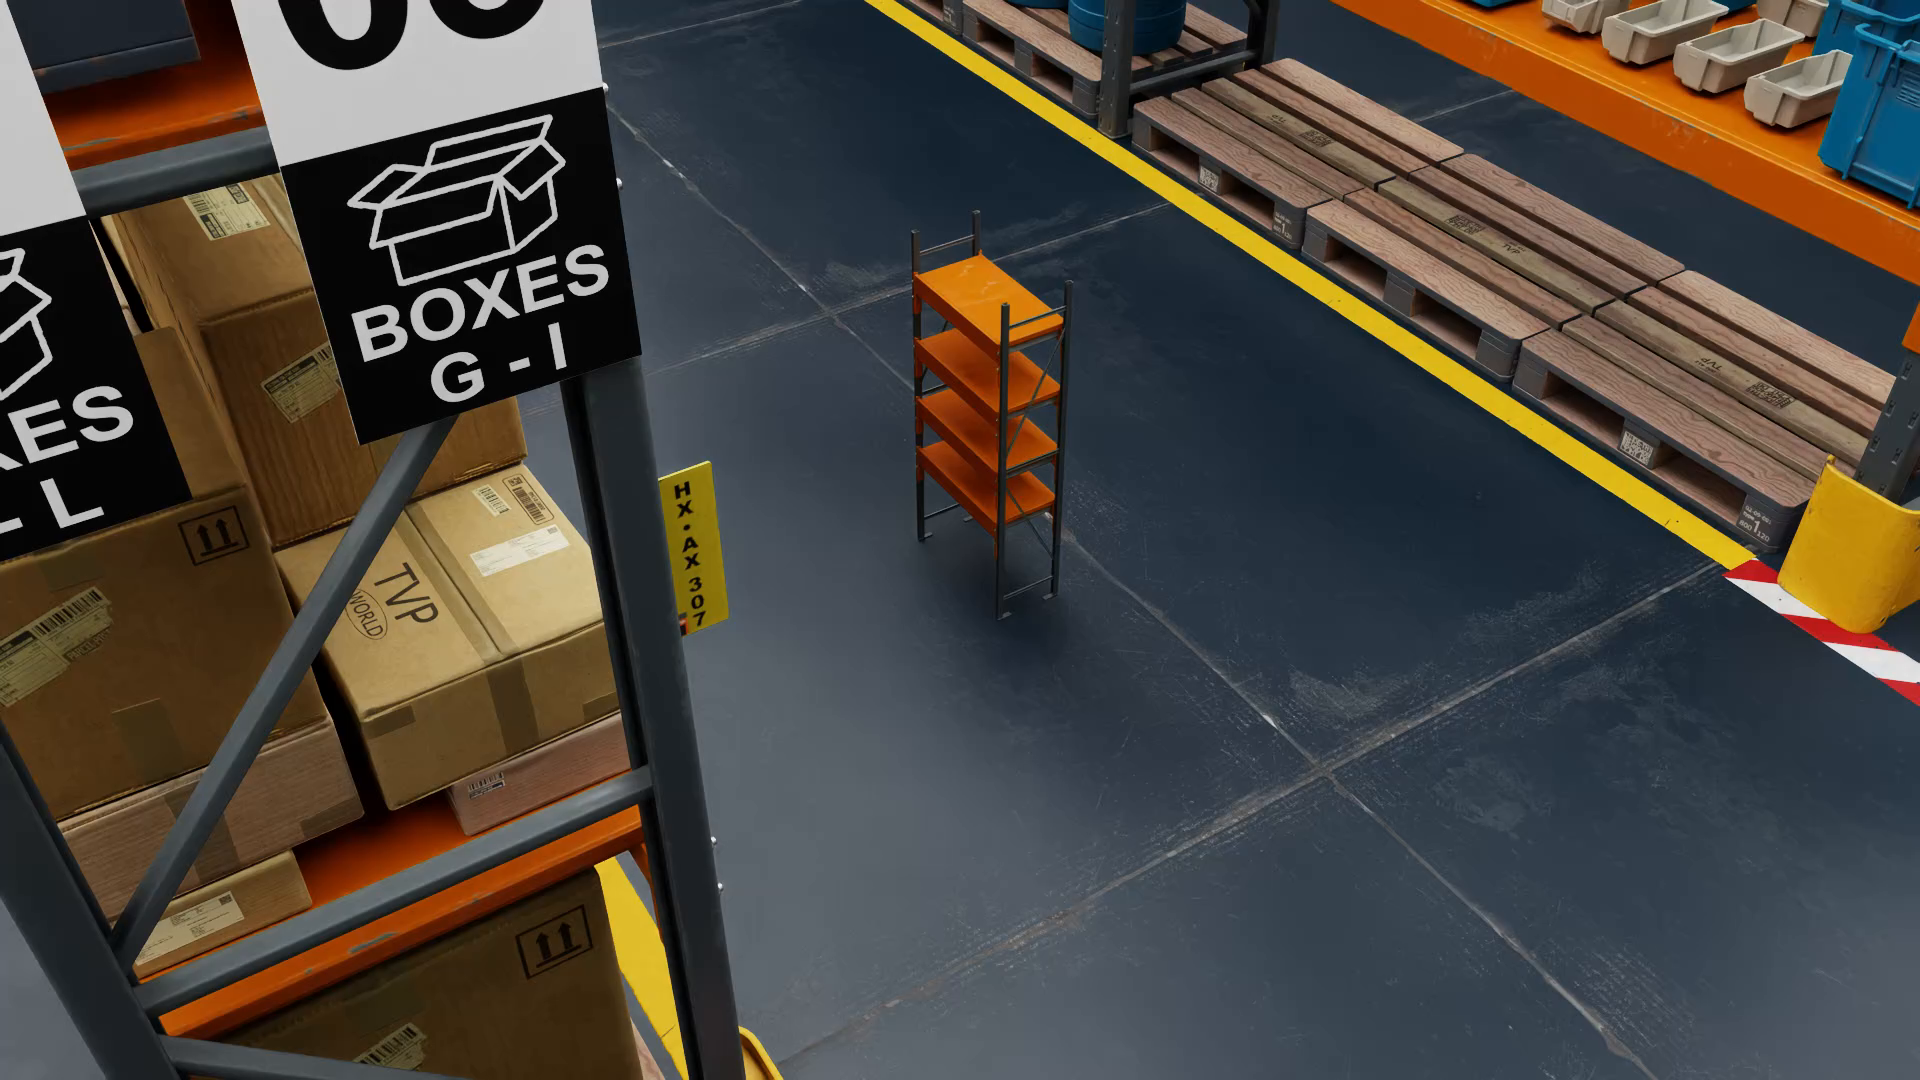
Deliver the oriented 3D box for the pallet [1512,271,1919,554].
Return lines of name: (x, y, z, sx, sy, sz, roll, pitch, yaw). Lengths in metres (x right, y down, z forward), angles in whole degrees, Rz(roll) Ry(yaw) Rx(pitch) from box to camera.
pallet: (2.867, -0.521, 6.210, 1.003, 0.211, 1.213, -22, 45, -24)

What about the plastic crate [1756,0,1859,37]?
plastic crate: (2.956, -1.870, 5.810, 0.250, 0.136, 0.298, -22, 45, -24)

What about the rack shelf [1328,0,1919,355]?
rack shelf: (2.203, -1.937, 6.293, 1.077, 0.370, 4.000, -22, 45, -24)

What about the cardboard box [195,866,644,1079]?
cardboard box: (-1.309, 0.908, 3.649, 0.875, 0.875, 0.875, -22, 45, -24)

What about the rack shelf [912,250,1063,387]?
rack shelf: (0.089, -0.673, 5.007, 0.258, 0.148, 0.480, -22, 45, -24)

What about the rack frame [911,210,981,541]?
rack frame: (-0.042, -0.503, 5.417, 0.240, 1.200, 0.015, -22, 45, -24)

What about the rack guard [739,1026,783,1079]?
rack guard: (-0.885, 1.545, 3.506, 1.175, 0.500, 0.348, -22, 45, -24)

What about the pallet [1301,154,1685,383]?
pallet: (2.216, -1.179, 7.000, 1.003, 0.211, 1.213, -22, 45, -24)

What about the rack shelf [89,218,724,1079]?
rack shelf: (-1.973, -0.232, 4.247, 1.077, 0.370, 4.000, -22, 45, -24)

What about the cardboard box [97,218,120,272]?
cardboard box: (-2.035, -0.942, 4.423, 0.500, 0.250, 0.500, -21, 44, -24)

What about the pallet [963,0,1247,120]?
pallet: (0.748, -2.652, 8.768, 1.003, 0.211, 1.213, -22, 45, -24)

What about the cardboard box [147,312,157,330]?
cardboard box: (-1.481, -0.388, 3.757, 0.500, 0.250, 0.500, -24, 45, -26)

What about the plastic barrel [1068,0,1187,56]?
plastic barrel: (0.849, -2.947, 8.255, 0.600, 0.901, 0.708, -22, 45, -24)

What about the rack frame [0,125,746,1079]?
rack frame: (-0.901, 0.572, 2.720, 0.949, 2.616, 0.053, -22, 45, -24)

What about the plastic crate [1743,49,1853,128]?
plastic crate: (2.687, -1.433, 5.286, 0.396, 0.136, 0.243, -22, 45, -24)

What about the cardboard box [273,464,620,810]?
cardboard box: (-0.928, 0.163, 3.097, 0.500, 0.250, 0.500, -23, 45, -25)

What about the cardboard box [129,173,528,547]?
cardboard box: (-1.197, -0.395, 3.180, 0.500, 0.500, 0.500, -23, 45, -25)

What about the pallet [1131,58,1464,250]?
pallet: (1.555, -1.838, 7.791, 1.003, 0.211, 1.213, -22, 45, -24)

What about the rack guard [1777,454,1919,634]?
rack guard: (3.302, -0.165, 5.557, 1.175, 0.500, 0.348, -22, 45, -24)

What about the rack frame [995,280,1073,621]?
rack frame: (0.220, -0.240, 5.101, 0.240, 1.200, 0.015, -22, 45, -24)

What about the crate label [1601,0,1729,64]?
crate label: (2.373, -1.737, 5.650, 0.396, 0.136, 0.243, -22, 45, -24)

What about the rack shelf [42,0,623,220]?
rack shelf: (-1.973, -1.384, 3.287, 1.077, 0.370, 4.000, -22, 45, -24)

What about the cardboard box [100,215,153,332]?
cardboard box: (-1.766, -0.668, 4.093, 0.500, 0.250, 0.500, -23, 45, -25)

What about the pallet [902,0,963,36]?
pallet: (0.088, -3.311, 9.559, 1.003, 0.211, 1.213, -22, 45, -24)

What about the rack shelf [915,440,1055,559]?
rack shelf: (0.089, -0.167, 5.429, 0.258, 0.148, 0.480, -22, 45, -24)

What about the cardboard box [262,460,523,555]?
cardboard box: (-1.213, -0.116, 3.430, 0.500, 0.250, 0.500, -23, 45, -25)

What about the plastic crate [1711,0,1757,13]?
plastic crate: (2.715, -2.050, 5.950, 0.416, 0.233, 0.300, -22, 45, -24)

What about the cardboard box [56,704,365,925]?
cardboard box: (-1.382, 0.344, 2.878, 0.500, 0.250, 0.500, -23, 45, -25)

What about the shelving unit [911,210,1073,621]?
shelving unit: (0.089, -0.372, 5.259, 0.258, 1.200, 0.503, -22, 45, -24)

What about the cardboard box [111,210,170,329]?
cardboard box: (-1.481, -0.673, 3.513, 0.500, 0.500, 0.500, -23, 45, -26)

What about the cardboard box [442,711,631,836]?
cardboard box: (-0.811, 0.363, 3.168, 0.380, 0.149, 0.250, -22, 44, -24)

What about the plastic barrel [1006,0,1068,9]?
plastic barrel: (0.468, -3.329, 8.714, 0.600, 0.901, 0.708, -22, 45, -24)

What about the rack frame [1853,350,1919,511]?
rack frame: (3.278, -1.134, 4.767, 1.000, 3.000, 0.127, -22, 45, -24)

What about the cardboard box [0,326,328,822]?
cardboard box: (-1.381, 0.054, 2.641, 0.500, 0.500, 0.500, -22, 44, -24)

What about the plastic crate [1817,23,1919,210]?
plastic crate: (2.941, -1.287, 4.876, 0.616, 0.435, 0.499, -22, 45, -24)

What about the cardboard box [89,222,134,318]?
cardboard box: (-2.212, -0.484, 3.872, 0.500, 0.250, 0.500, -22, 45, -24)

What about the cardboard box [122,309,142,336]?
cardboard box: (-1.928, -0.204, 3.537, 0.500, 0.250, 0.500, -24, 45, -26)

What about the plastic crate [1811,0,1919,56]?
plastic crate: (3.069, -1.694, 5.524, 0.416, 0.233, 0.300, -22, 45, -24)

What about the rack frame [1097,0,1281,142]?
rack frame: (1.127, -3.293, 7.358, 1.000, 3.000, 0.127, -22, 45, -24)

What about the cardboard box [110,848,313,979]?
cardboard box: (-1.367, 0.589, 2.896, 0.380, 0.149, 0.250, -21, 44, -24)

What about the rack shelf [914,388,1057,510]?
rack shelf: (0.089, -0.320, 5.302, 0.258, 0.148, 0.480, -22, 45, -24)

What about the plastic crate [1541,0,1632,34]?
plastic crate: (2.198, -1.890, 5.834, 0.298, 0.136, 0.250, -22, 45, -24)

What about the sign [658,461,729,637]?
sign: (-0.427, 0.020, 2.644, 0.100, 0.325, 0.005, -22, 45, -24)

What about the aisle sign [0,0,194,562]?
aisle sign: (-1.112, -0.285, 1.719, 0.394, 0.787, 0.004, -22, 45, -24)

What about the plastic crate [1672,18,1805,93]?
plastic crate: (2.543, -1.595, 5.480, 0.396, 0.136, 0.243, -22, 45, -24)

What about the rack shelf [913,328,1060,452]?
rack shelf: (0.089, -0.492, 5.159, 0.258, 0.148, 0.480, -22, 45, -24)

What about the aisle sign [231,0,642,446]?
aisle sign: (-0.606, -0.492, 1.966, 0.394, 0.787, 0.004, -22, 45, -24)

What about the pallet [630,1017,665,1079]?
pallet: (-1.394, 1.238, 4.100, 1.003, 0.211, 1.213, -22, 45, -24)

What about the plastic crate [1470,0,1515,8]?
plastic crate: (1.958, -2.113, 6.026, 0.416, 0.233, 0.300, -22, 45, -24)
